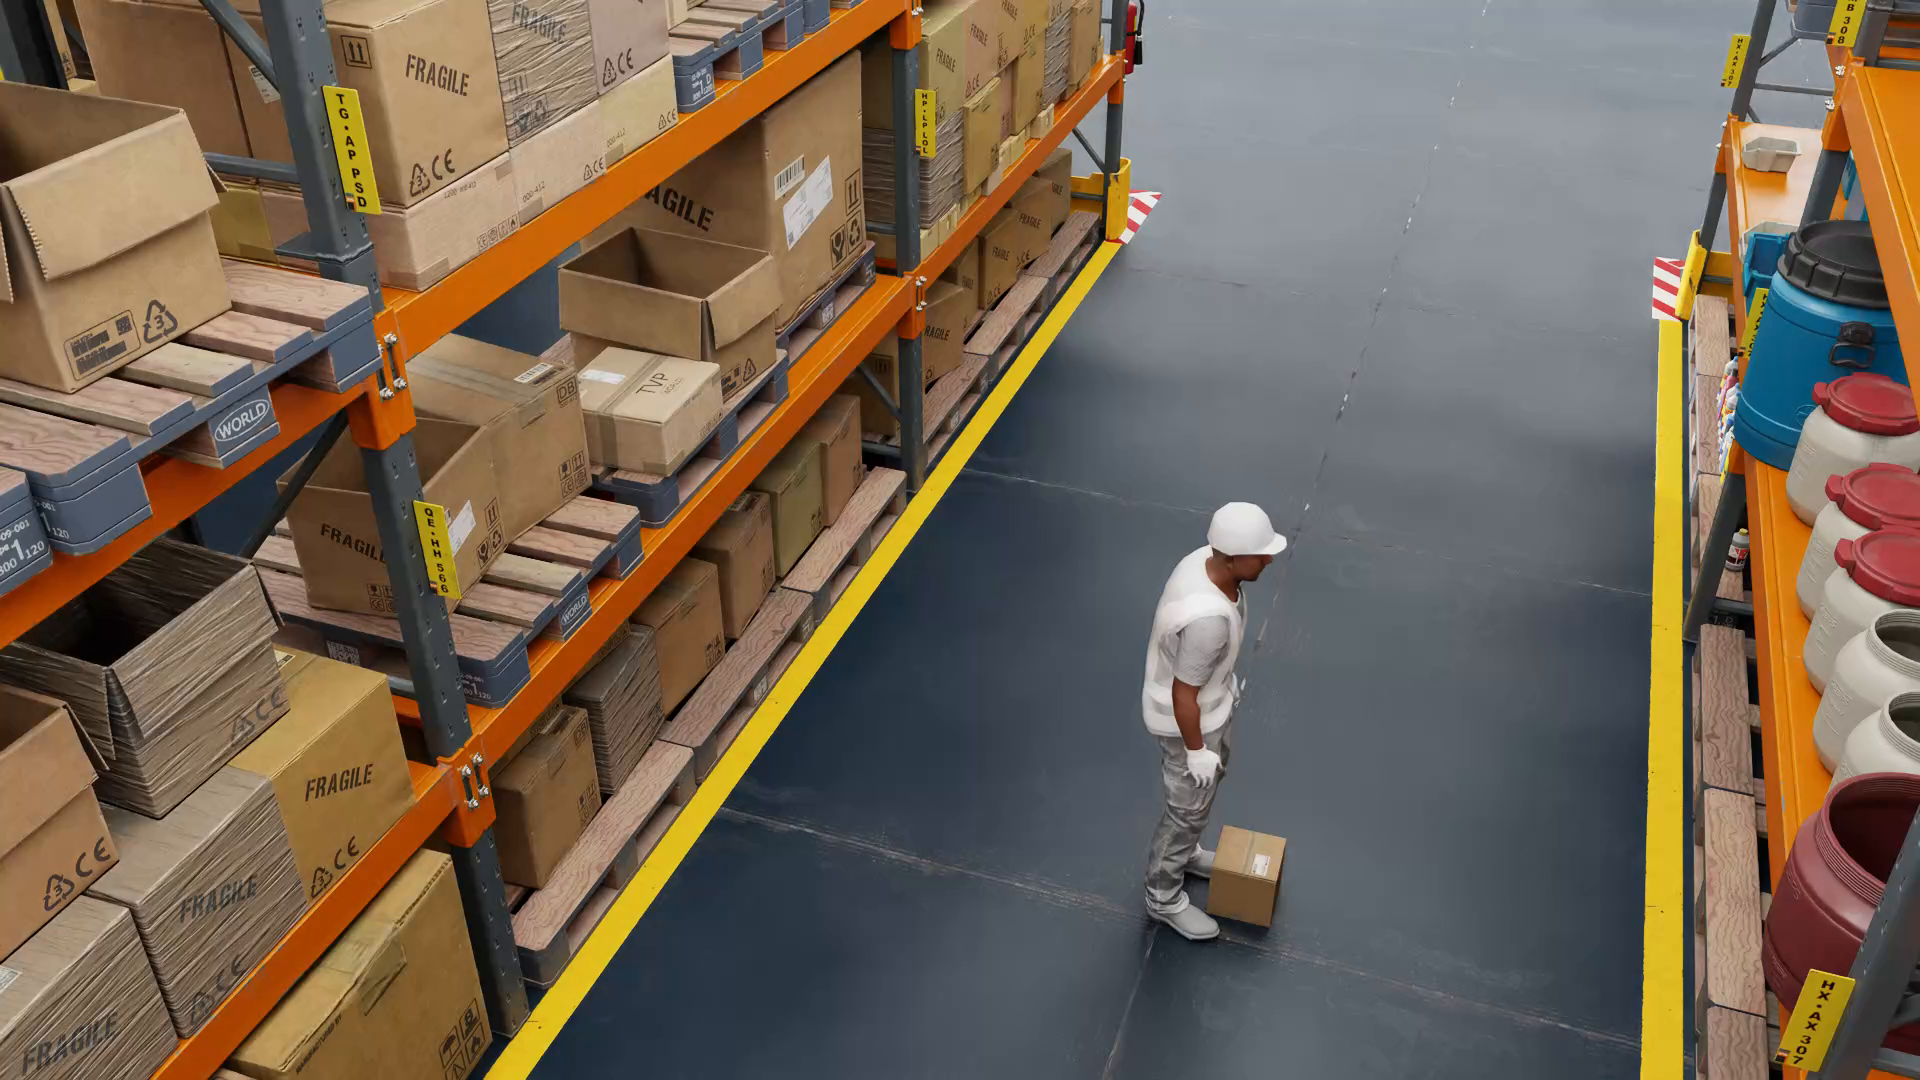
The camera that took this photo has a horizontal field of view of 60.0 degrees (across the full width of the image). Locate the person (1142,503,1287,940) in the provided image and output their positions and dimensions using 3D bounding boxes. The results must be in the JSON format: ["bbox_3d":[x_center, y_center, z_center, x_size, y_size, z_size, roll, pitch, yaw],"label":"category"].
[{"bbox_3d":[0.903,0.632,6.153,0.443,1.776,0.631,9,34,14],"label":"person"}]
